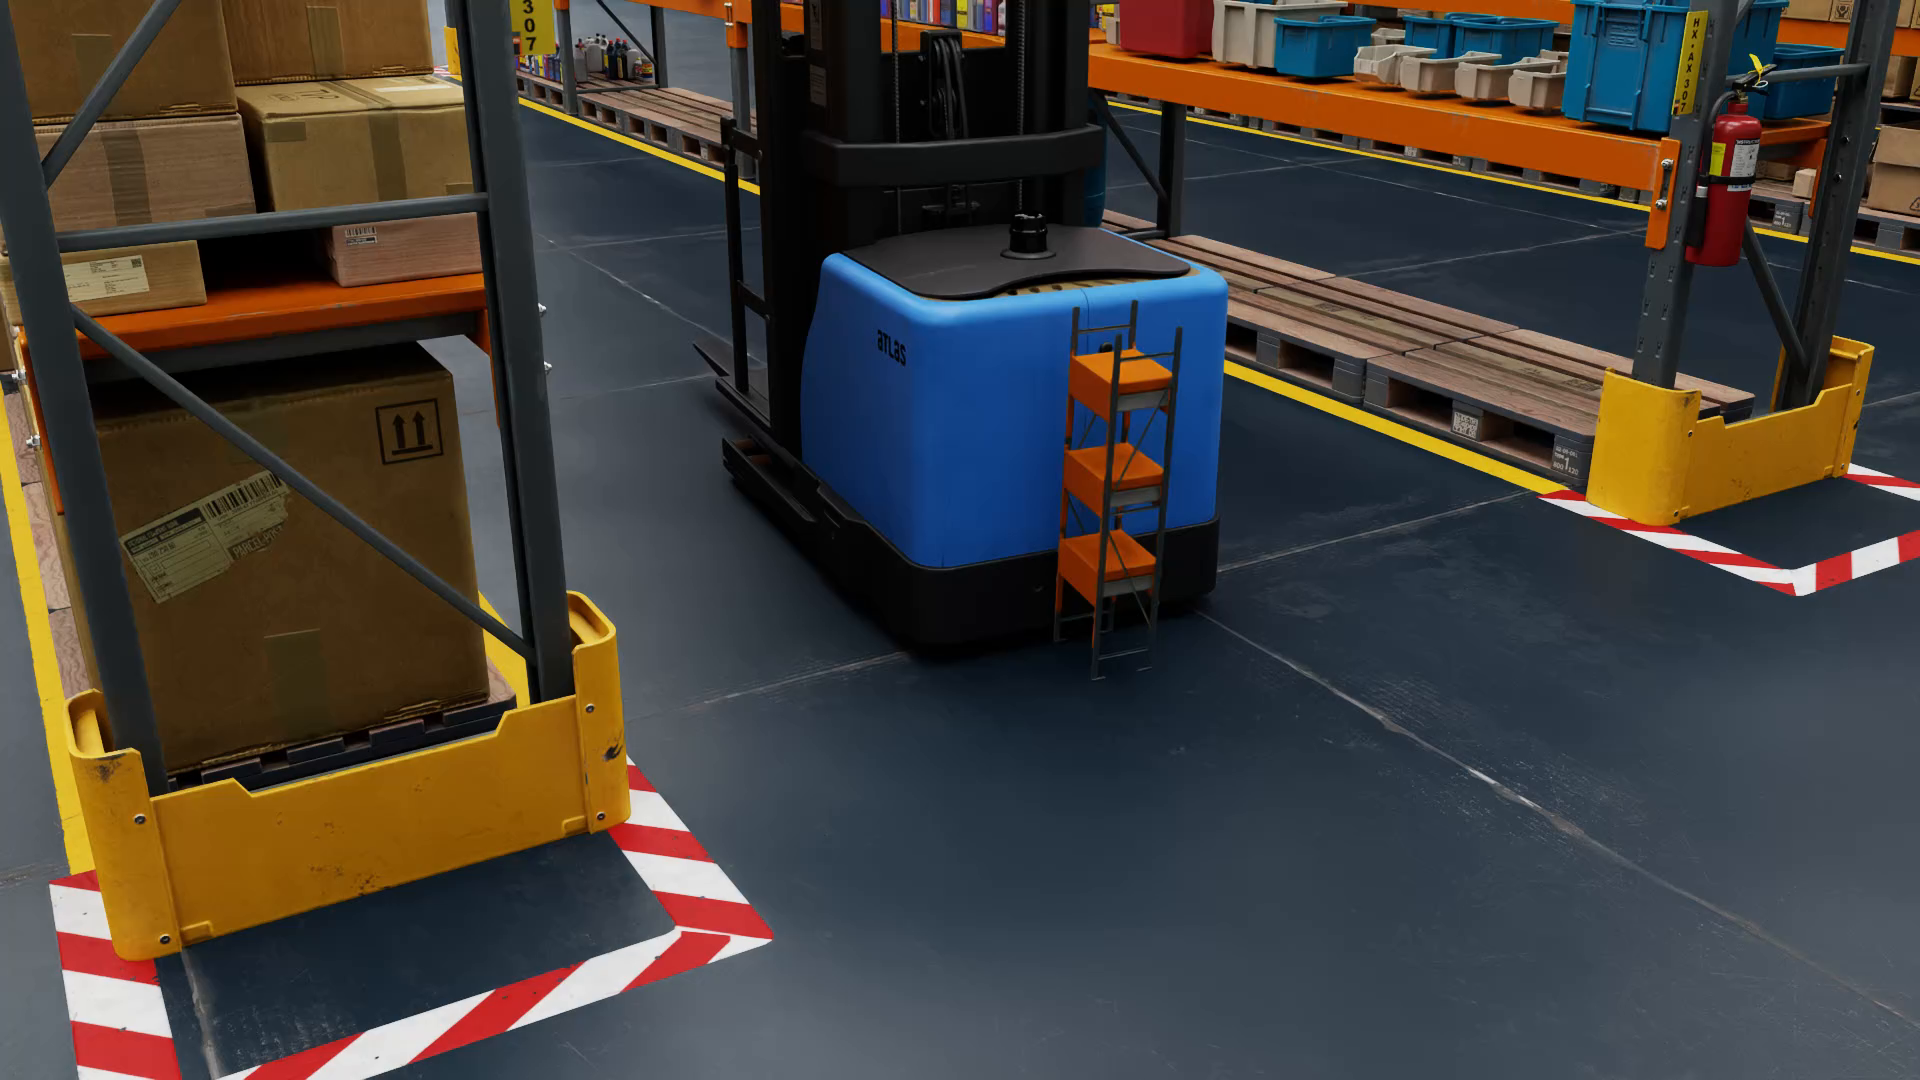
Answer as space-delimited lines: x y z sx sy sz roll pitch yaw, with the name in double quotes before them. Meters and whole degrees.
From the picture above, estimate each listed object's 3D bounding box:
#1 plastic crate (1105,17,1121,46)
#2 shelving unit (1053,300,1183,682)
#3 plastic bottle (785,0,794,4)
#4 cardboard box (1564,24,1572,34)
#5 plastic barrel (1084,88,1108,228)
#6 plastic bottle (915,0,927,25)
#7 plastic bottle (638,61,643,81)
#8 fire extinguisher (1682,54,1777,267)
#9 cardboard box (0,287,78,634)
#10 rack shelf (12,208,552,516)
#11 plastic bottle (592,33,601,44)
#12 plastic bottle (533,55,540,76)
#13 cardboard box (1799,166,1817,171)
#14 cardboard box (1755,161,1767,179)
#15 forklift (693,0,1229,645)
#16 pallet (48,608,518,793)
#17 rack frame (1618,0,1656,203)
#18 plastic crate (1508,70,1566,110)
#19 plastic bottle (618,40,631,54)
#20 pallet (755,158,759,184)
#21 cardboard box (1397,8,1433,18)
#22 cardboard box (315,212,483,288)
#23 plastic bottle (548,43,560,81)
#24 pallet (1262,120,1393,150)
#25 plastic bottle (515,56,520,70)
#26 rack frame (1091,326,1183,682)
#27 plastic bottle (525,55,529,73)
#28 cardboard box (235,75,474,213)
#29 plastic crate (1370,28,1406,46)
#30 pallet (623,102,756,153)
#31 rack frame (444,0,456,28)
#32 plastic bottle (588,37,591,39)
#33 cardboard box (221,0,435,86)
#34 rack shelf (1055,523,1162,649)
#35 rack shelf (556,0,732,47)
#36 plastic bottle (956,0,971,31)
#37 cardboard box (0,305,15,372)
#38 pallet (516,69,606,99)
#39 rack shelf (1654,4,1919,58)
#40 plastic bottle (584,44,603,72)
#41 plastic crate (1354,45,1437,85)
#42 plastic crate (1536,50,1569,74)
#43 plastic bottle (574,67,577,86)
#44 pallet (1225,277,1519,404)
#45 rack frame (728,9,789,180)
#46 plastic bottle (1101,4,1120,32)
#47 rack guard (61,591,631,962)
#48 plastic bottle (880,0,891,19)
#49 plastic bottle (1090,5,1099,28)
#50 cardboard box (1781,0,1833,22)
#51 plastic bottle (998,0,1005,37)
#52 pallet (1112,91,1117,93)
"plastic crate" 0.934 -2.624 8.553 0.396 0.136 0.243 -13 25 -28
"shelving unit" 0.437 -0.130 4.715 0.215 1.050 0.252 -9 28 -22
"plastic bottle" -1.152 -3.819 11.380 0.061 0.283 0.133 -13 25 -28
"cardboard box" 6.881 -5.365 17.764 0.700 0.500 0.500 -12 25 -27
"plastic barrel" 0.556 -2.298 9.710 0.600 0.901 0.708 -13 25 -28
"plastic bottle" -0.173 -3.229 9.937 0.152 0.276 0.135 -13 25 -28
"plastic bottle" -3.105 -4.614 16.311 0.097 0.201 0.097 0 22 0
"fire extinguisher" 2.549 -1.256 5.517 0.296 0.674 0.183 -13 25 -28
"cardboard box" -2.256 -0.345 4.941 0.875 0.875 0.875 -13 25 -28
"rack shelf" -2.417 -0.963 5.152 1.077 0.370 4.000 -13 25 -28
"plastic bottle" -3.731 -5.062 17.217 0.144 0.351 0.185 -11 25 -26
"plastic bottle" -4.186 -4.801 16.672 0.152 0.276 0.135 -12 25 -27
"cardboard box" 5.858 -2.491 11.158 0.380 0.149 0.250 -13 25 -28
"cardboard box" 5.108 -2.628 11.281 0.500 0.311 0.500 -13 25 -28
"forklift" -0.256 -1.571 5.785 1.130 2.935 3.031 -10 24 -22
"pallet" -1.871 0.399 4.548 1.003 0.211 1.213 -13 25 -28
"rack frame" 5.080 -3.848 11.294 1.000 3.000 0.127 -13 25 -28
"plastic crate" 2.290 -1.736 6.370 0.396 0.136 0.243 -13 25 -28
"plastic bottle" -3.323 -4.804 16.580 0.144 0.351 0.185 -12 25 -27
"pallet" -0.785 -2.652 12.056 1.003 0.211 1.213 -13 25 -28
"cardboard box" 5.640 -6.202 19.822 0.700 0.500 0.500 -12 25 -26
"cardboard box" -1.293 -0.711 3.910 0.380 0.149 0.250 -12 25 -28
"plastic bottle" -3.942 -4.678 16.270 0.144 0.351 0.185 -14 26 -31
"pallet" 3.385 -3.602 14.392 1.003 0.211 1.213 -13 25 -28
"plastic bottle" -4.552 -5.002 17.158 0.061 0.283 0.133 -12 25 -27
"rack frame" 0.485 -0.080 4.615 0.200 1.050 0.008 -9 28 -22
"plastic bottle" -4.375 -4.866 16.931 0.097 0.201 0.097 0 22 0
"cardboard box" -1.408 -0.924 3.906 0.500 0.250 0.500 -13 26 -30
"plastic crate" 1.967 -2.296 7.747 0.293 0.136 0.466 -13 25 -28
"pallet" -2.205 -3.552 14.270 1.003 0.211 1.213 -13 25 -28
"rack frame" -5.310 -6.781 18.510 1.000 3.000 0.127 -13 25 -28
"plastic bottle" -3.920 -5.182 17.599 0.061 0.283 0.133 -12 25 -27
"cardboard box" -1.664 -1.433 4.163 0.500 0.500 0.500 -13 26 -30
"rack shelf" 0.429 0.130 4.840 0.215 0.259 0.240 -9 28 -22
"rack shelf" -2.245 -4.505 13.867 1.077 0.370 4.000 -13 25 -28
"plastic bottle" 0.069 -3.108 9.540 0.144 0.351 0.185 -13 25 -28
"cardboard box" -3.783 -1.357 7.430 1.225 0.875 0.875 -13 25 -28
"pallet" -4.202 -4.815 17.377 1.003 0.211 1.213 -13 25 -28
"rack shelf" 6.101 -2.867 9.837 1.077 0.370 4.000 -13 25 -28
"plastic bottle" -3.751 -4.931 16.992 0.152 0.276 0.135 -13 25 -28
"plastic crate" 1.824 -2.010 7.044 0.298 0.136 0.250 -13 25 -28
"plastic crate" 2.580 -1.989 6.993 0.250 0.136 0.298 -13 25 -28
"plastic bottle" -3.720 -4.451 15.910 0.097 0.201 0.097 0 22 0
"pallet" 1.856 -0.978 7.938 1.003 0.211 1.213 -13 25 -28
"rack frame" -1.224 -4.191 12.139 1.000 3.000 0.127 -13 25 -28
"plastic bottle" 0.898 -3.063 9.428 0.144 0.351 0.185 -13 25 -28
"rack guard" -1.383 0.517 3.875 1.175 0.500 0.348 -13 25 -28
"plastic bottle" -0.449 -3.374 10.283 0.061 0.283 0.133 -13 25 -28
"plastic bottle" 0.806 -3.146 9.738 0.097 0.271 0.097 0 22 0
"cardboard box" 5.370 -3.511 10.334 0.500 0.500 0.500 -12 25 -27
"plastic bottle" 0.257 -2.902 9.231 0.097 0.201 0.097 0 22 0
"pallet" 1.403 -4.915 17.622 1.003 0.211 1.213 -13 25 -28
